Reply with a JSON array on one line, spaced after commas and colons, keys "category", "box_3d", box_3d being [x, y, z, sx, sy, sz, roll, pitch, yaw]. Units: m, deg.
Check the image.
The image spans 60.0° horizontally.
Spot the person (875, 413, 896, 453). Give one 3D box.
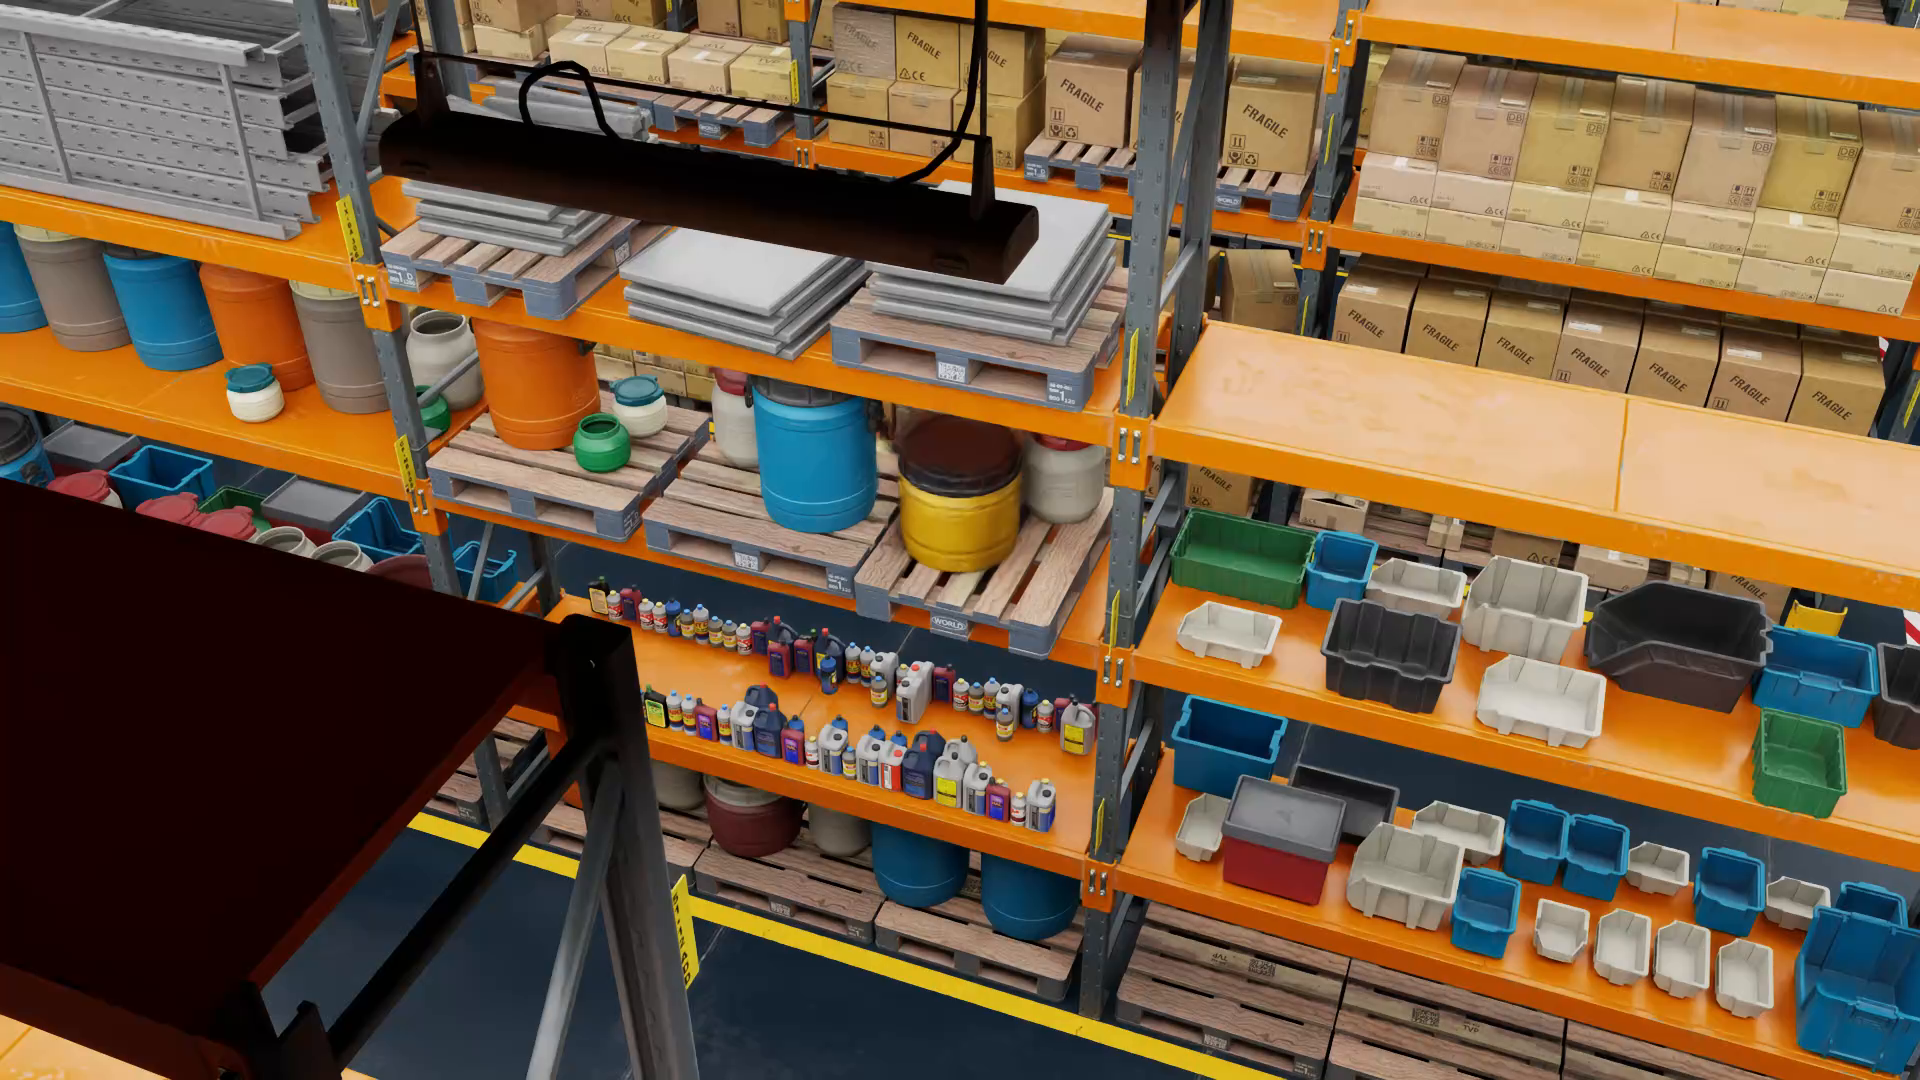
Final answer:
[{"category": "person", "box_3d": [-0.695, -0.402, 12.308, 1.018, 1.398, 0.451, 3, 37, 4]}]
